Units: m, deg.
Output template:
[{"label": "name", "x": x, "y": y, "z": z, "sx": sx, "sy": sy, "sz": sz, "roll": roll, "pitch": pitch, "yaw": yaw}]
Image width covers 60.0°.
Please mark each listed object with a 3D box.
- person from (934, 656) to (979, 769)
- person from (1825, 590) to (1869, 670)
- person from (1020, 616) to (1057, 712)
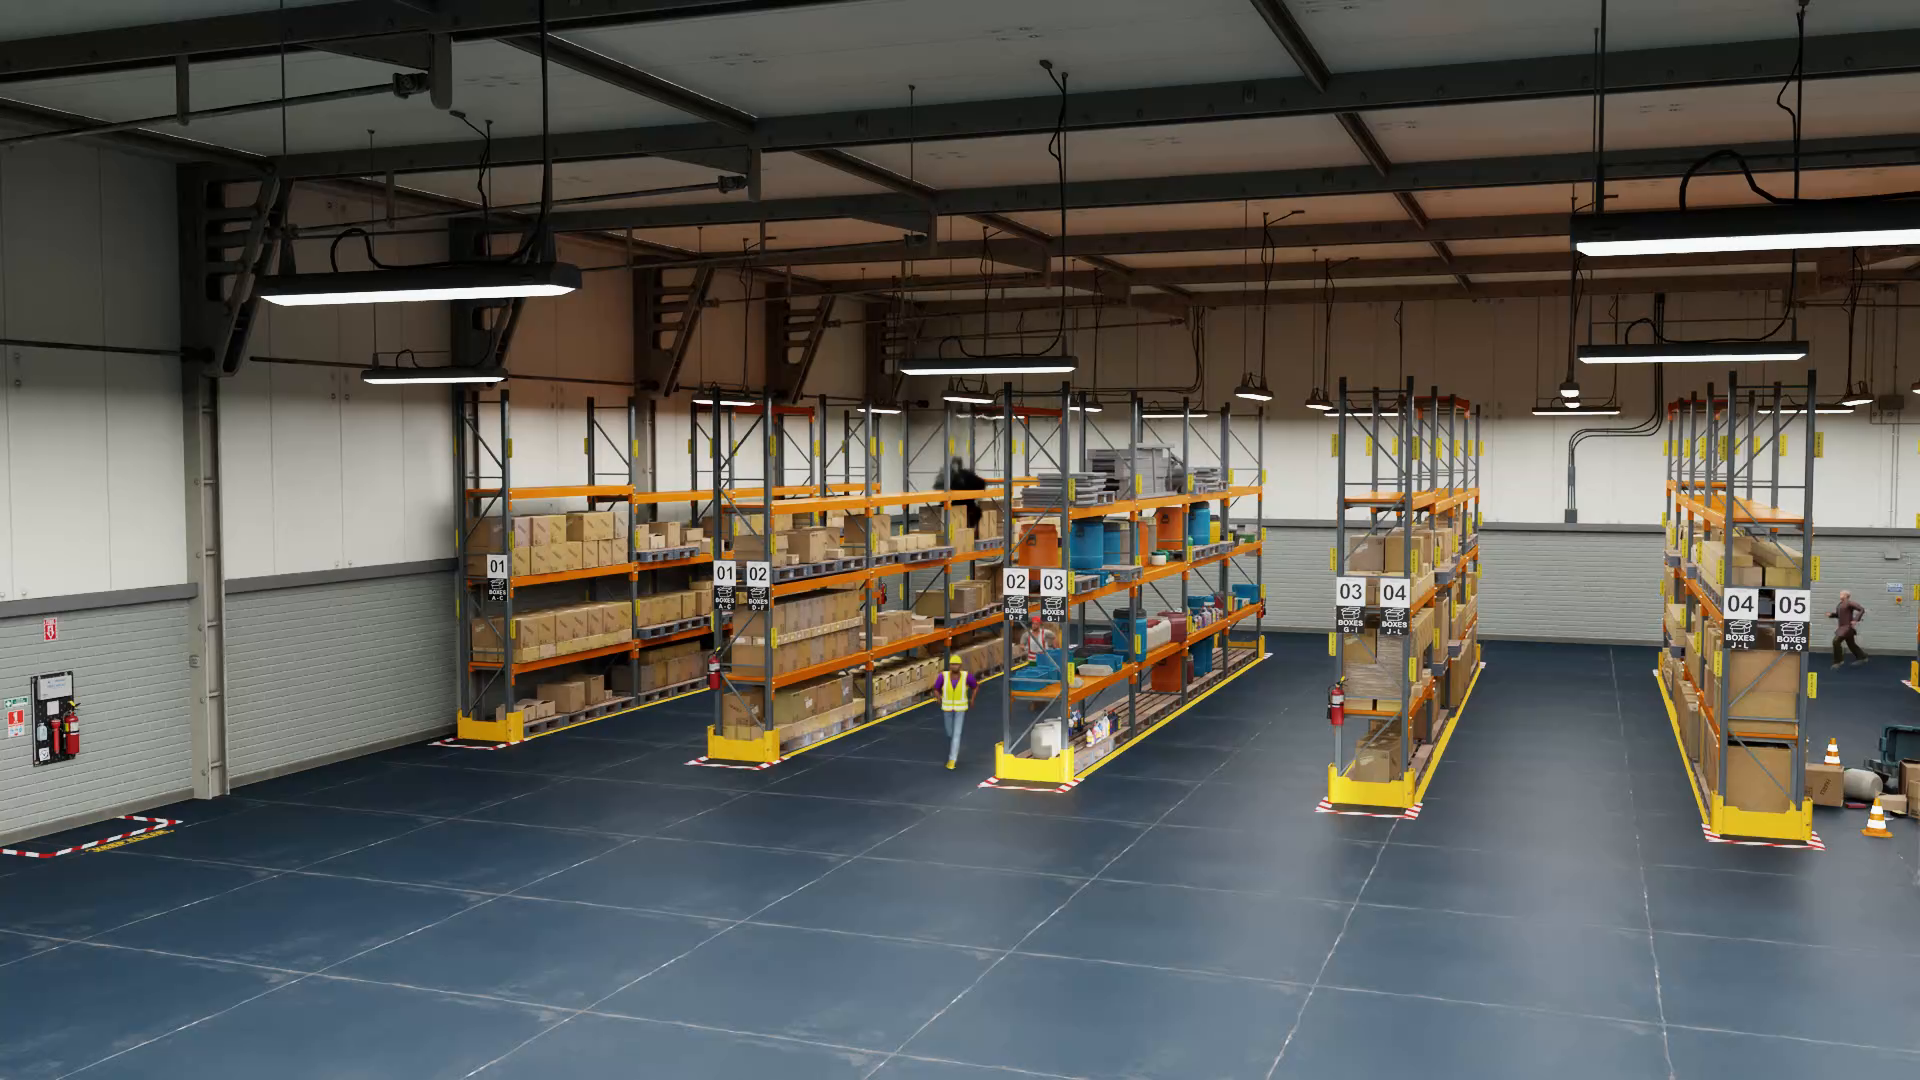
[{"label": "person", "x": -0.072, "y": 2.683, "z": 26.272, "sx": 0.703, "sy": 1.740, "sz": 1.031, "roll": 0, "pitch": 3, "yaw": 8}, {"label": "person", "x": 20.104, "y": 2.049, "z": 37.622, "sx": 0.982, "sy": 1.841, "sz": 0.728, "roll": 1, "pitch": 3, "yaw": 9}, {"label": "person", "x": 1.504, "y": 2.355, "z": 31.975, "sx": 0.693, "sy": 1.825, "sz": 0.895, "roll": 1, "pitch": 3, "yaw": 18}]
